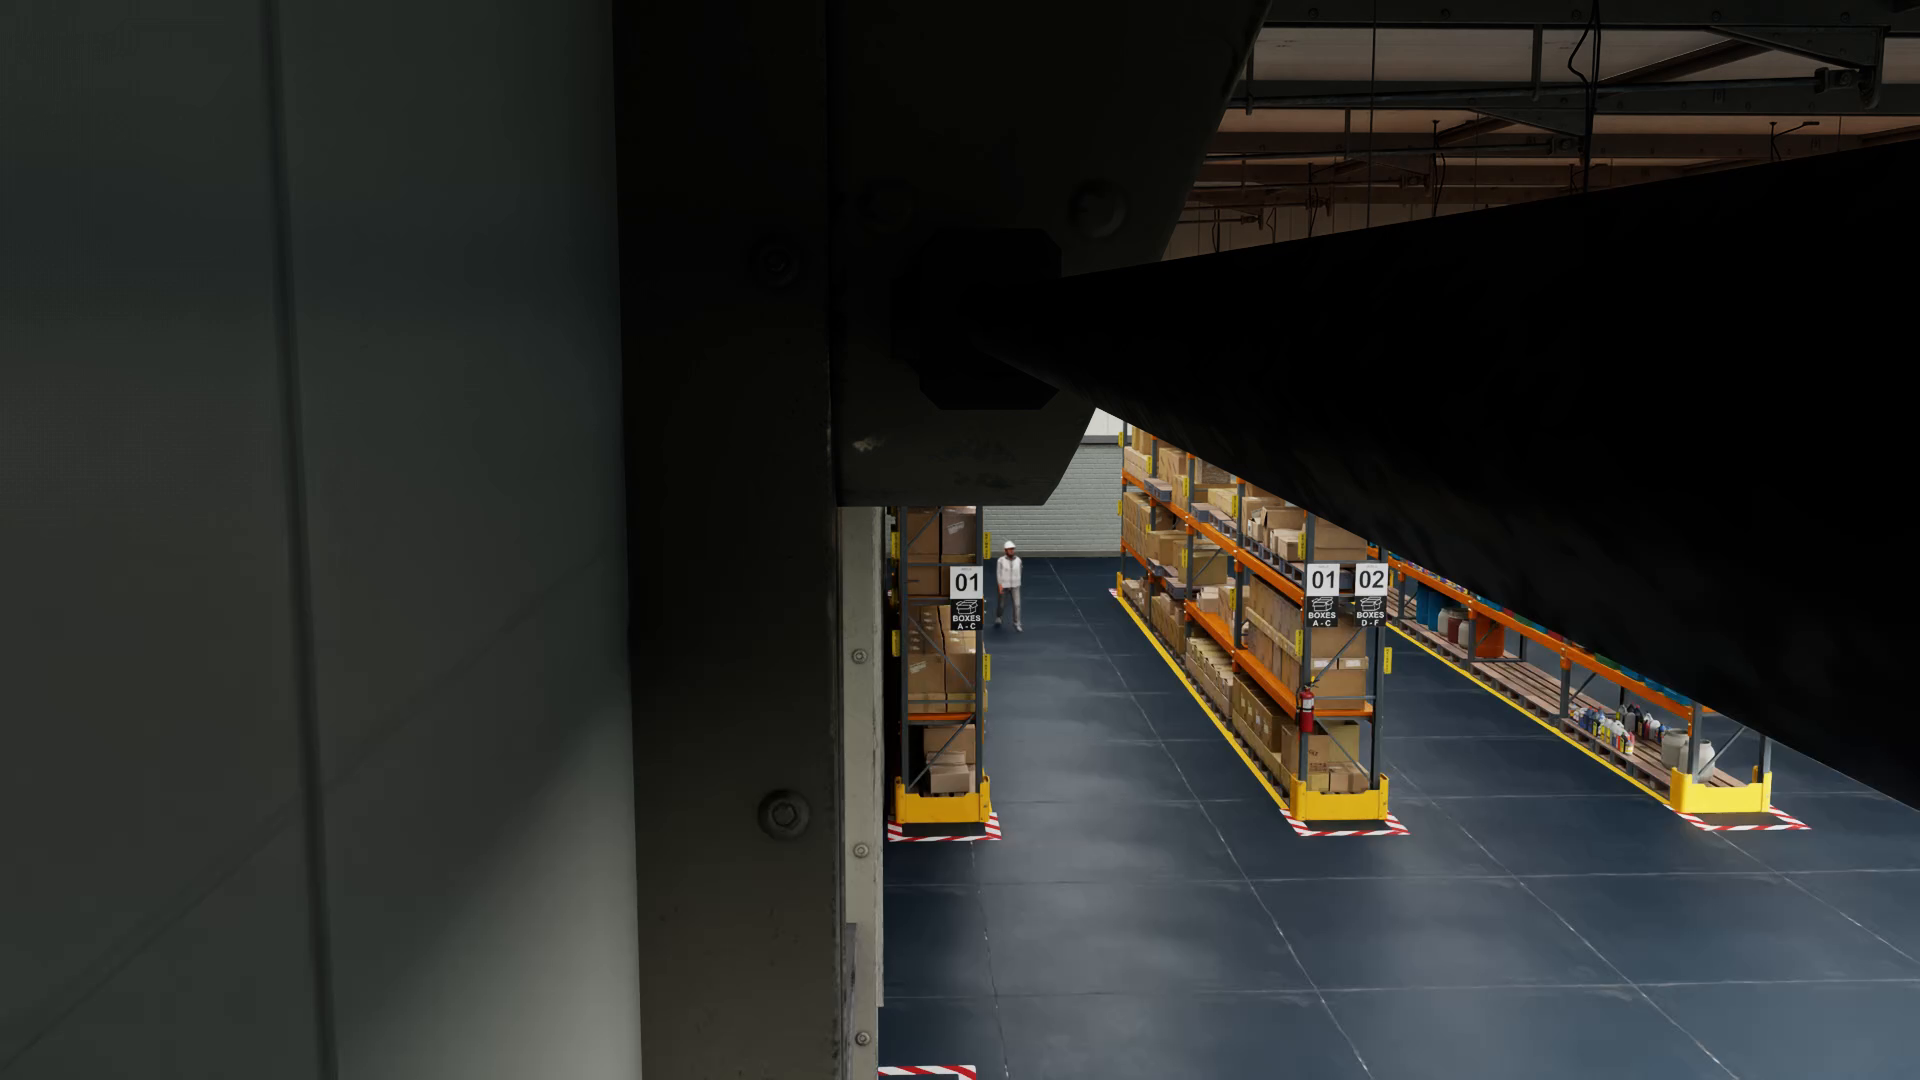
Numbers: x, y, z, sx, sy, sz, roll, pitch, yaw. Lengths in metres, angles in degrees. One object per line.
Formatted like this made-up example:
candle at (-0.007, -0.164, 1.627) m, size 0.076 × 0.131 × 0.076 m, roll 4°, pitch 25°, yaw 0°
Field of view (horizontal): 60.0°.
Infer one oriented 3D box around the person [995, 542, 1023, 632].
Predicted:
person at (0.970, 0.892, 32.560) m, size 0.541 × 1.734 × 1.017 m, roll -2°, pitch 8°, yaw -12°
